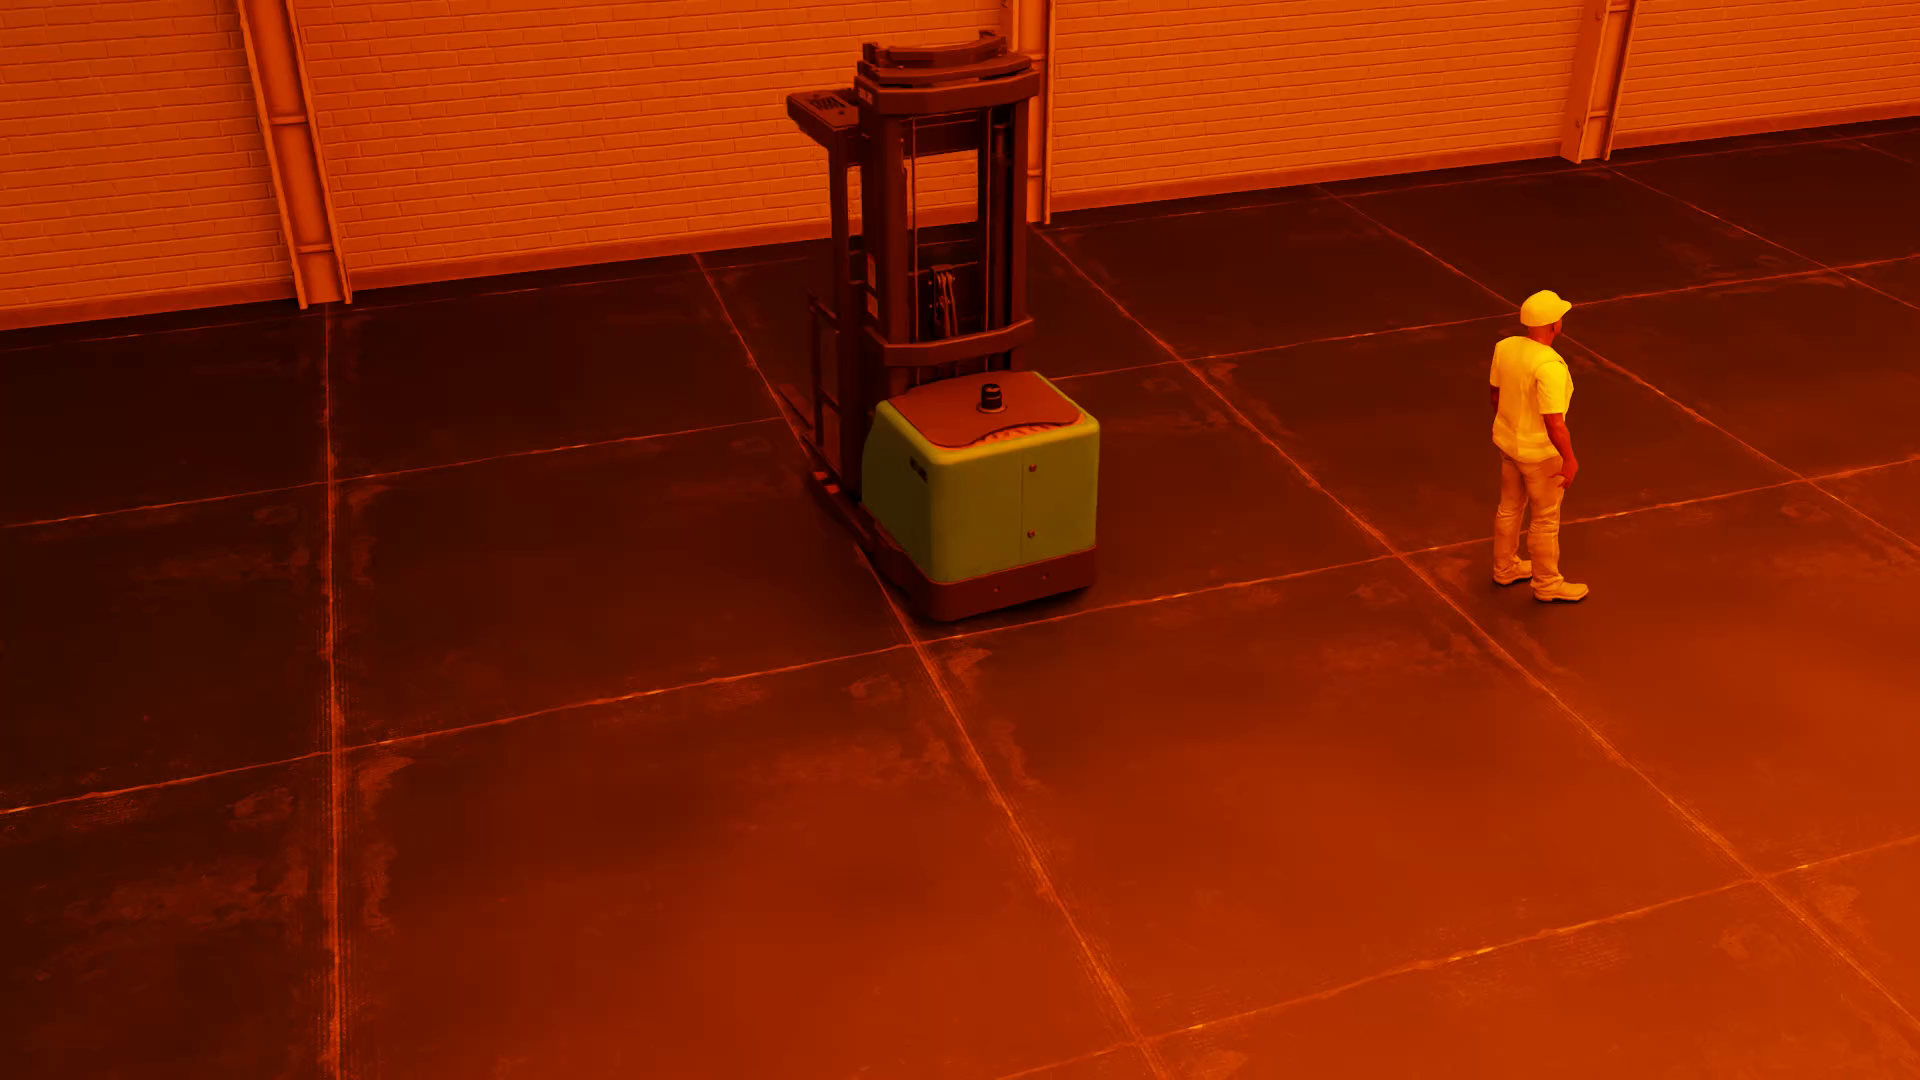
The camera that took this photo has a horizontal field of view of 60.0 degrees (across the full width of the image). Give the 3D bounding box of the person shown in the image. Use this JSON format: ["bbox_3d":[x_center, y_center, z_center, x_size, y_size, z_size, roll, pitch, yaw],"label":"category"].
[{"bbox_3d":[3.213,-0.537,9.175,0.574,1.769,0.665,-9,31,-15],"label":"person"}]

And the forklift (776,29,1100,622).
[{"bbox_3d":[-0.311,-1.537,9.759,1.130,2.935,3.031,-13,32,-22],"label":"forklift"}]
